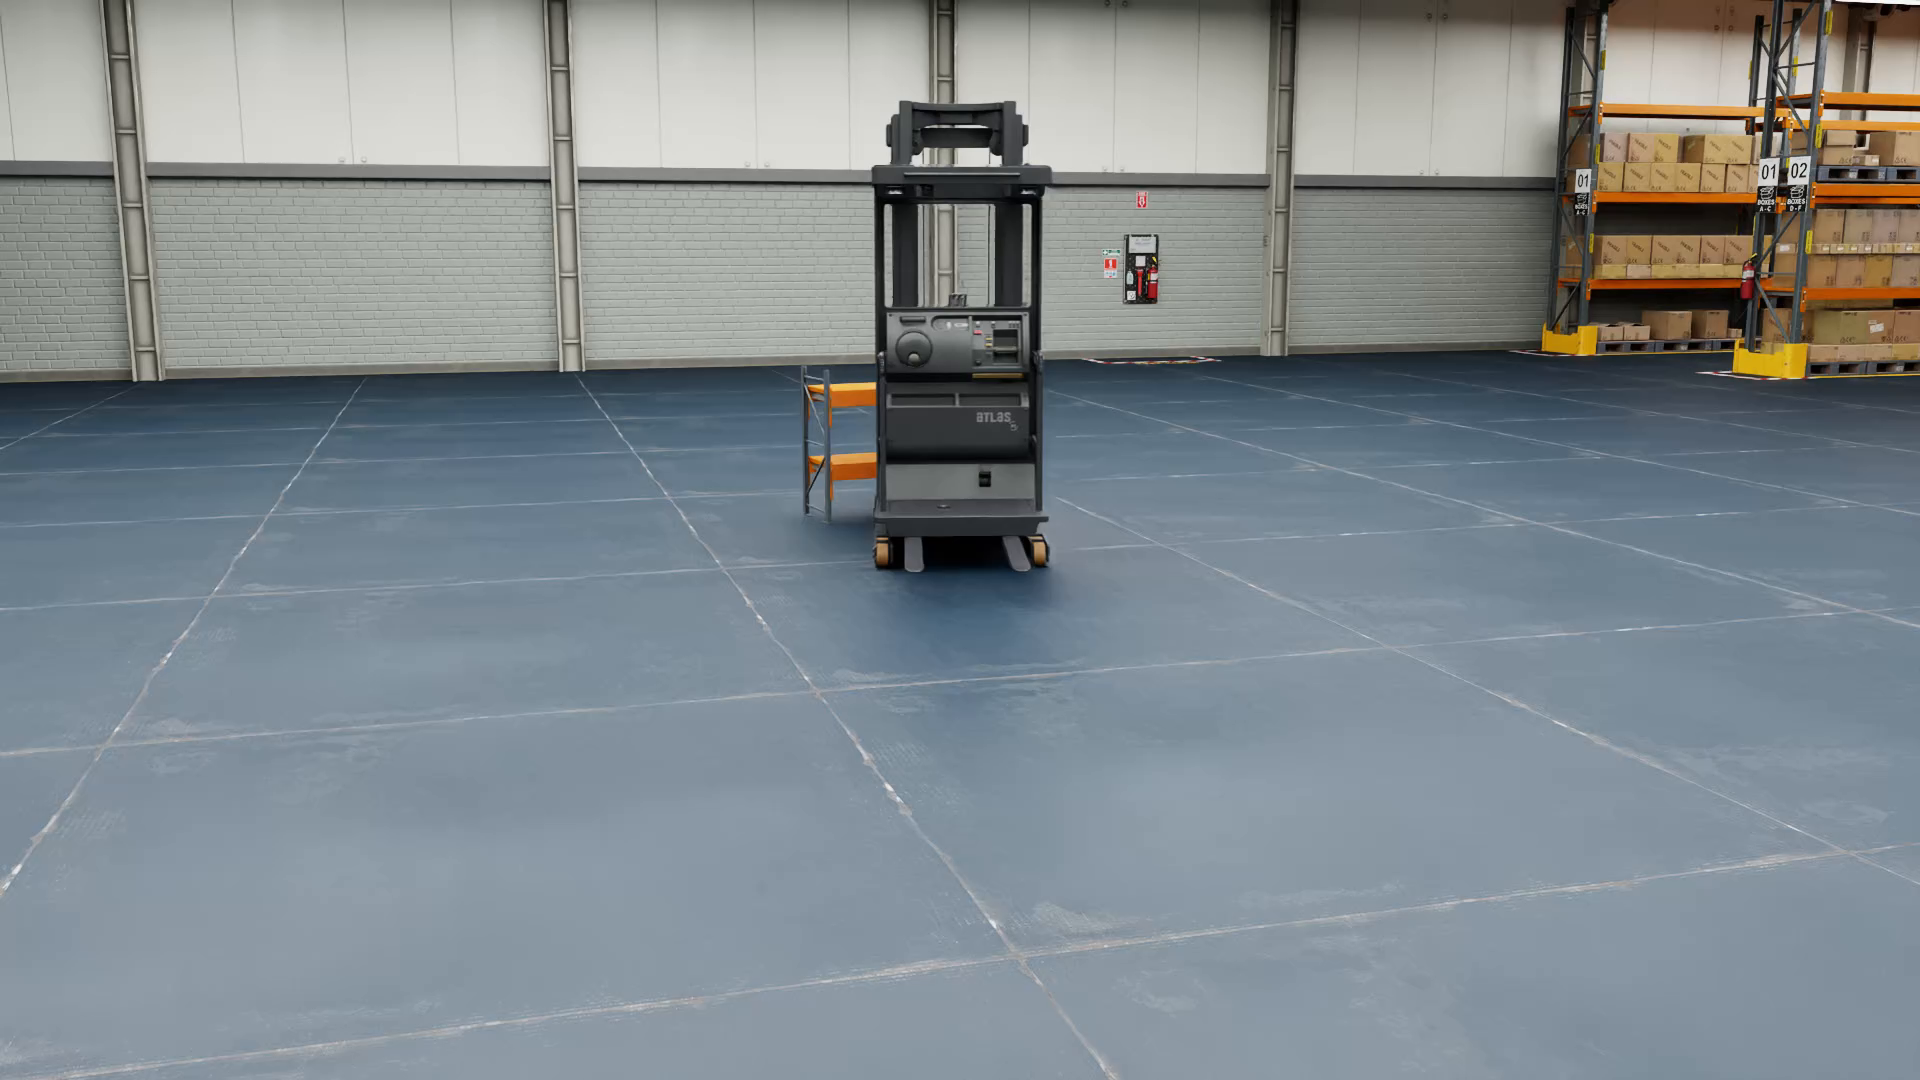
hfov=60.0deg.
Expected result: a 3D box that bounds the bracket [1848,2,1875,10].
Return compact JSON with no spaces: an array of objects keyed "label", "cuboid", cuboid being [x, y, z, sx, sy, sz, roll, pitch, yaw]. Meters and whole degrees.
[{"label":"bracket","cuboid":[16.717,-9.958,30.842,0.430,0.232,0.235,-3,11,-16]}]

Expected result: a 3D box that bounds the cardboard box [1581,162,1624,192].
[{"label":"cardboard box","cuboid":[11.216,-6.338,29.075,0.500,0.500,0.500,-3,11,-14]}]

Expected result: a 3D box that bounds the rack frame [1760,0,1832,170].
[{"label":"rack frame","cuboid":[12.213,-6.920,24.282,0.127,3.000,1.000,-3,11,-16]}]

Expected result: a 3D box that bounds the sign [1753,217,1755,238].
[{"label":"sign","cuboid":[12.075,-4.751,25.215,0.005,0.325,0.100,-3,11,-16]}]

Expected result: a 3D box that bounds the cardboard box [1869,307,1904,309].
[{"label":"cardboard box","cuboid":[14.561,-3.376,25.961,0.500,0.500,0.500,-3,11,-16]}]

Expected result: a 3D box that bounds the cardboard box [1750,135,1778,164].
[{"label":"cardboard box","cuboid":[14.260,-6.987,29.835,0.500,0.500,0.500,-4,11,-21]}]

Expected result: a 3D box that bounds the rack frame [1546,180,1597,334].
[{"label":"rack frame","cuboid":[10.825,-4.831,29.502,0.127,3.000,1.000,-3,11,-16]}]

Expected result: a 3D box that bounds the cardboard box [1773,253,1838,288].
[{"label":"cardboard box","cuboid":[12.665,-4.040,24.933,0.500,0.500,0.700,-3,11,-16]}]

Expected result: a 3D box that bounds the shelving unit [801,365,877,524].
[{"label":"shelving unit","cuboid":[-0.607,-0.750,12.513,1.048,1.125,0.538,-5,12,-26]}]

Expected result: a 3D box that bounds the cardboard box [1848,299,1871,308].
[{"label":"cardboard box","cuboid":[16.772,-4.501,31.329,0.500,0.250,0.500,-3,11,-16]}]

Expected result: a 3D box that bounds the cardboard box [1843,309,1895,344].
[{"label":"cardboard box","cuboid":[13.746,-3.235,25.195,0.500,0.500,0.500,-3,11,-16]}]

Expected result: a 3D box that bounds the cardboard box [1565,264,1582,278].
[{"label":"cardboard box","cuboid":[11.219,-4.824,29.825,0.500,0.250,0.500,-3,11,-15]}]

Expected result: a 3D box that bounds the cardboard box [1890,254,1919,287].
[{"label":"cardboard box","cuboid":[14.150,-4.119,25.361,0.500,0.500,0.700,-3,11,-14]}]

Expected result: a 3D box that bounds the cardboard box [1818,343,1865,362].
[{"label":"cardboard box","cuboid":[13.269,-2.838,25.115,0.500,0.250,0.500,-3,11,-16]}]

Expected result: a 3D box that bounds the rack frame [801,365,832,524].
[{"label":"rack frame","cuboid":[-1.063,-0.709,12.293,0.032,1.125,0.500,-5,12,-26]}]

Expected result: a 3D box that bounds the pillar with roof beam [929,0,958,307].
[{"label":"pillar with roof beam","cuboid":[0.937,-6.611,22.604,0.400,9.000,9.100,-3,11,-16]}]

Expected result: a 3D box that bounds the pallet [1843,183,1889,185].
[{"label":"pallet","cuboid":[16.283,-6.482,30.704,1.003,0.211,1.213,-3,11,-16]}]

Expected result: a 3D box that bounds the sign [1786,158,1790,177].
[{"label":"sign","cuboid":[14.824,-6.669,29.773,0.005,0.325,0.100,-3,11,-16]}]

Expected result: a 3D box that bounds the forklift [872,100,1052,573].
[{"label":"forklift","cuboid":[-0.003,-1.320,10.623,1.130,2.935,3.031,0,10,-2]}]

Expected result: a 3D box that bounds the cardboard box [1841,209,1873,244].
[{"label":"cardboard box","cuboid":[13.219,-4.709,24.979,0.500,0.500,0.700,-3,11,-17]}]

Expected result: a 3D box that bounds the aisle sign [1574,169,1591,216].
[{"label":"aisle sign","cuboid":[10.839,-6.053,28.964,0.004,0.787,0.394,-3,11,-16]}]

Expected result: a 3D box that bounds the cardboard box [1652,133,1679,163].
[{"label":"cardboard box","cuboid":[12.247,-6.878,29.247,0.500,0.500,0.500,-3,11,-14]}]

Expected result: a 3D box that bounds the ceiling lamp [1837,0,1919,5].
[{"label":"ceiling lamp","cuboid":[15.250,-8.858,27.366,1.941,0.041,0.237,-3,11,-16]}]

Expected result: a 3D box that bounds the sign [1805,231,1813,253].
[{"label":"sign","cuboid":[12.362,-4.338,24.214,0.005,0.325,0.100,-3,11,-16]}]

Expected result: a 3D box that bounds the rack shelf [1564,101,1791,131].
[{"label":"rack shelf","cuboid":[12.745,-7.527,29.574,4.000,0.370,1.077,-3,11,-16]}]

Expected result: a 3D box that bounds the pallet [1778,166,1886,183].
[{"label":"pallet","cuboid":[12.899,-5.433,24.732,1.213,0.211,1.003,-3,11,-16]}]

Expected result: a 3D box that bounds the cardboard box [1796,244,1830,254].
[{"label":"cardboard box","cuboid":[12.650,-4.320,24.662,0.250,0.149,0.380,-3,11,-16]}]

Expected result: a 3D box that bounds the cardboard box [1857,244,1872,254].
[{"label":"cardboard box","cuboid":[13.385,-4.359,24.872,0.250,0.149,0.380,-3,11,-17]}]

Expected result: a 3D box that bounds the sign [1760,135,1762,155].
[{"label":"sign","cuboid":[12.075,-5.937,24.997,0.005,0.325,0.100,-3,11,-16]}]

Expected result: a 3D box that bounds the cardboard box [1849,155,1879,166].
[{"label":"cardboard box","cuboid":[13.392,-5.626,24.683,0.250,0.149,0.380,-3,11,-16]}]

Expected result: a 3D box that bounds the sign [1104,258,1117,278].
[{"label":"sign","cuboid":[2.551,-4.602,28.161,0.234,0.329,0.001,-3,11,-16]}]

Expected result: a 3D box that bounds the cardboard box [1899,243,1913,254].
[{"label":"cardboard box","cuboid":[14.126,-4.398,25.084,0.250,0.149,0.380,-3,11,-15]}]

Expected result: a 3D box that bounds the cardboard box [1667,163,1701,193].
[{"label":"cardboard box","cuboid":[12.747,-6.417,29.503,0.500,0.500,0.500,-2,11,-12]}]

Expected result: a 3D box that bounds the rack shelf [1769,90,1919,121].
[{"label":"rack shelf","cuboid":[14.133,-6.471,24.933,4.000,0.370,1.077,-3,11,-16]}]

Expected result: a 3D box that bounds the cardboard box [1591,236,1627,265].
[{"label":"cardboard box","cuboid":[11.367,-5.108,29.293,0.500,0.500,0.500,-3,11,-16]}]

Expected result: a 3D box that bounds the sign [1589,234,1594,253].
[{"label":"sign","cuboid":[10.977,-5.162,28.911,0.005,0.325,0.100,-3,11,-16]}]

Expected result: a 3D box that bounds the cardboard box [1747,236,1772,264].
[{"label":"cardboard box","cuboid":[14.298,-5.260,30.124,0.500,0.500,0.500,-3,11,-16]}]

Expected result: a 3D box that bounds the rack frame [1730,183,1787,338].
[{"label":"rack frame","cuboid":[14.665,-5.033,30.602,0.127,3.000,1.000,-3,11,-16]}]

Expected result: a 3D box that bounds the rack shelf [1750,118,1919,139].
[{"label":"rack shelf","cuboid":[16.586,-7.534,30.710,4.000,0.370,1.077,-3,11,-16]}]

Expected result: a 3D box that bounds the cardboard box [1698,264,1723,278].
[{"label":"cardboard box","cuboid":[13.336,-4.841,29.915,0.500,0.250,0.500,-3,11,-16]}]

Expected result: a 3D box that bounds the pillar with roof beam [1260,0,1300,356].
[{"label":"pillar with roof beam","cuboid":[6.697,-6.915,24.254,0.400,9.000,9.100,-3,11,-16]}]

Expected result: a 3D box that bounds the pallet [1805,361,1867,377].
[{"label":"pallet","cuboid":[12.935,-2.644,25.328,1.213,0.211,1.003,-3,11,-16]}]

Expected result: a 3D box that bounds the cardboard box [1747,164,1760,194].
[{"label":"cardboard box","cuboid":[14.247,-6.499,29.946,0.500,0.500,0.500,-3,11,-14]}]

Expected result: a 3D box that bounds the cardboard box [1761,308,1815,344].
[{"label":"cardboard box","cuboid":[12.645,-3.272,25.397,0.500,0.500,0.500,-3,11,-16]}]

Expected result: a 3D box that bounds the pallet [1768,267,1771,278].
[{"label":"pallet","cuboid":[15.440,-4.952,30.692,1.213,0.211,1.003,-3,11,-16]}]

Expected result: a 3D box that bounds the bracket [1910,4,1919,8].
[{"label":"bracket","cuboid":[19.987,-10.131,31.779,4.783,0.066,0.076,-3,11,-16]}]

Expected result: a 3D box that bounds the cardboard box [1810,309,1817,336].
[{"label":"cardboard box","cuboid":[15.849,-4.095,31.196,0.500,0.500,0.700,-3,11,-17]}]

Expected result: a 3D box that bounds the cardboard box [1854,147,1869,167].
[{"label":"cardboard box","cuboid":[13.779,-5.809,25.230,0.500,0.311,0.500,-2,11,-9]}]

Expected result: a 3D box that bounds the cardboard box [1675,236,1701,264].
[{"label":"cardboard box","cuboid":[12.835,-5.184,29.709,0.500,0.500,0.500,-3,11,-14]}]

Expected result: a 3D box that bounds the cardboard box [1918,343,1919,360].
[{"label":"cardboard box","cuboid":[14.711,-2.914,25.523,0.500,0.250,0.500,-3,11,-16]}]

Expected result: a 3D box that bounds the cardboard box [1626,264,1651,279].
[{"label":"cardboard box","cuboid":[11.877,-4.765,29.504,0.500,0.250,0.500,-3,11,-18]}]

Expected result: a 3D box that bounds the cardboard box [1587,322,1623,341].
[{"label":"cardboard box","cuboid":[11.514,-3.744,29.811,0.500,0.311,0.500,-4,11,-22]}]
